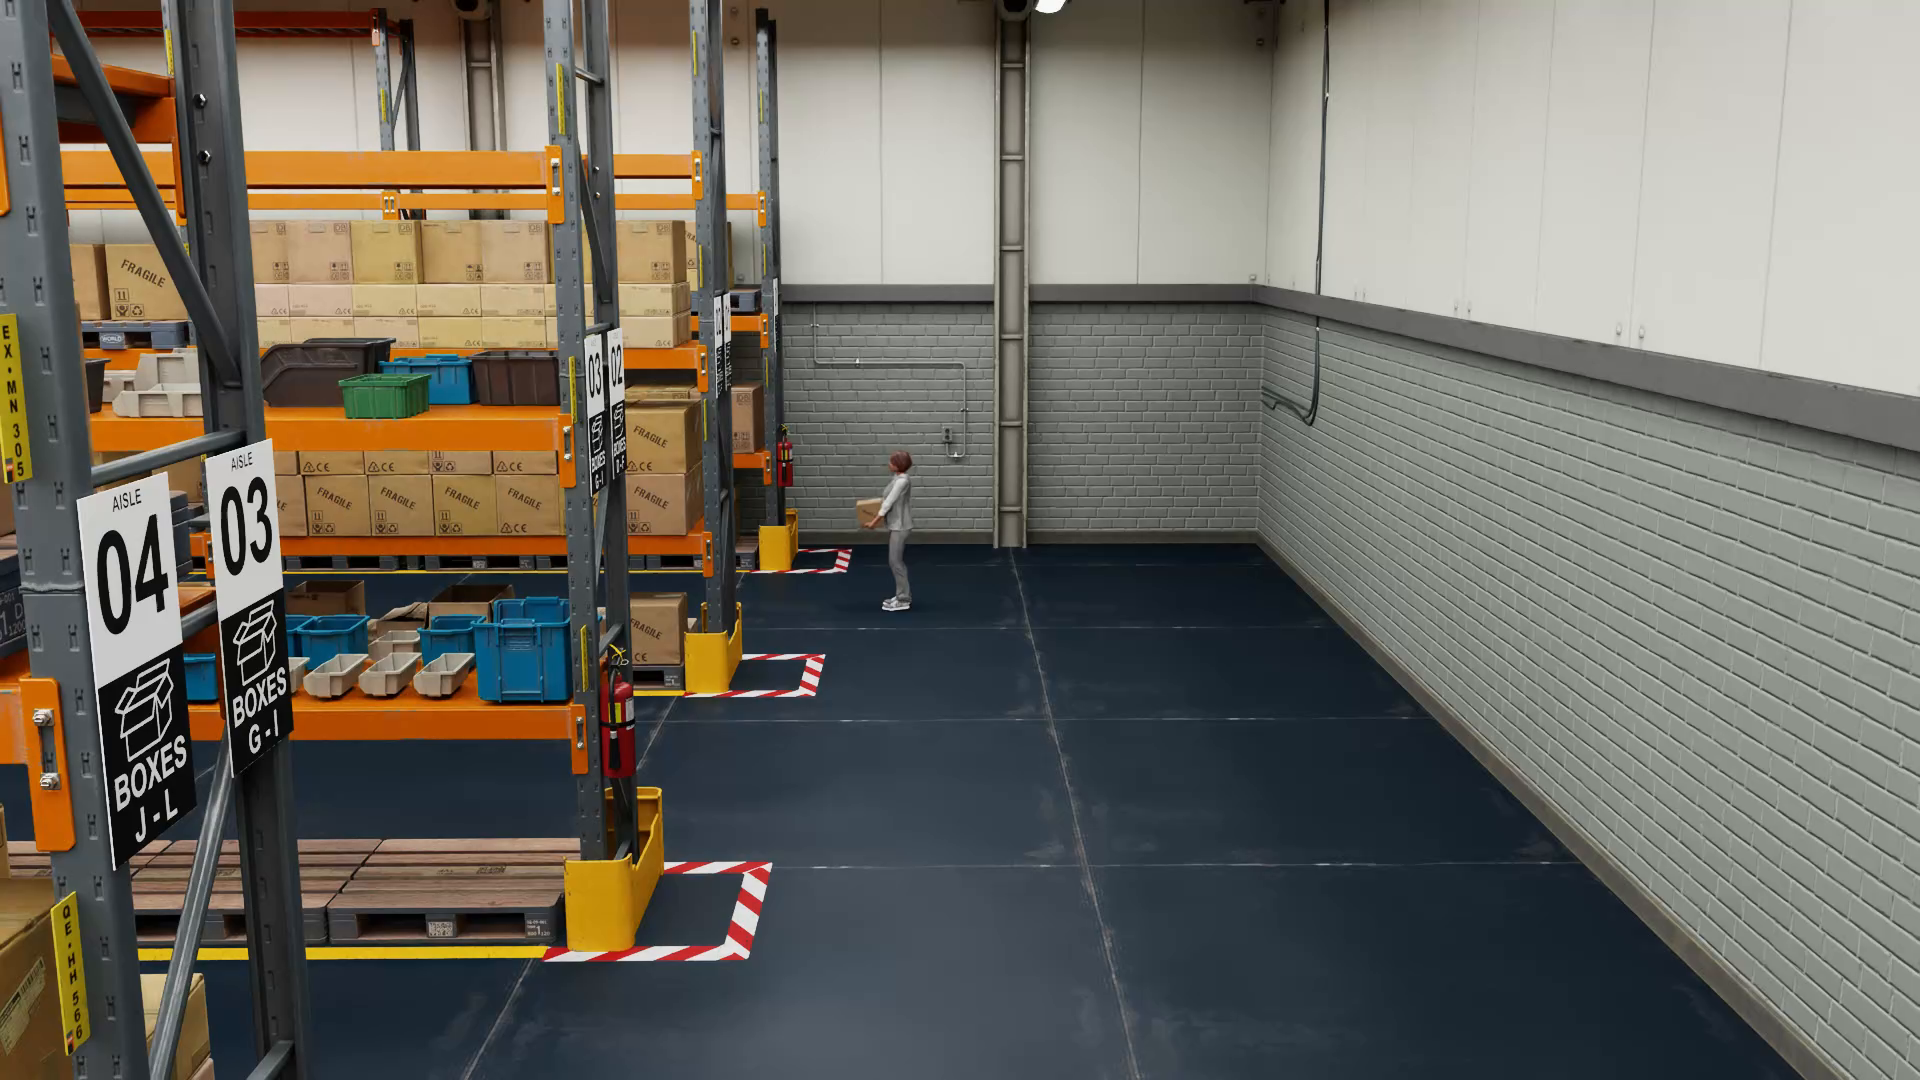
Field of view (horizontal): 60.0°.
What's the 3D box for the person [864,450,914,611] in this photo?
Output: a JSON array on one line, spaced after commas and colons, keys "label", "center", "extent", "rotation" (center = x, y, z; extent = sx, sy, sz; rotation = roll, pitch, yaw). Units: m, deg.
[{"label": "person", "center": [-0.701, -0.102, 16.505], "extent": [0.498, 1.598, 0.385], "rotation": [0, 11, -1]}]
